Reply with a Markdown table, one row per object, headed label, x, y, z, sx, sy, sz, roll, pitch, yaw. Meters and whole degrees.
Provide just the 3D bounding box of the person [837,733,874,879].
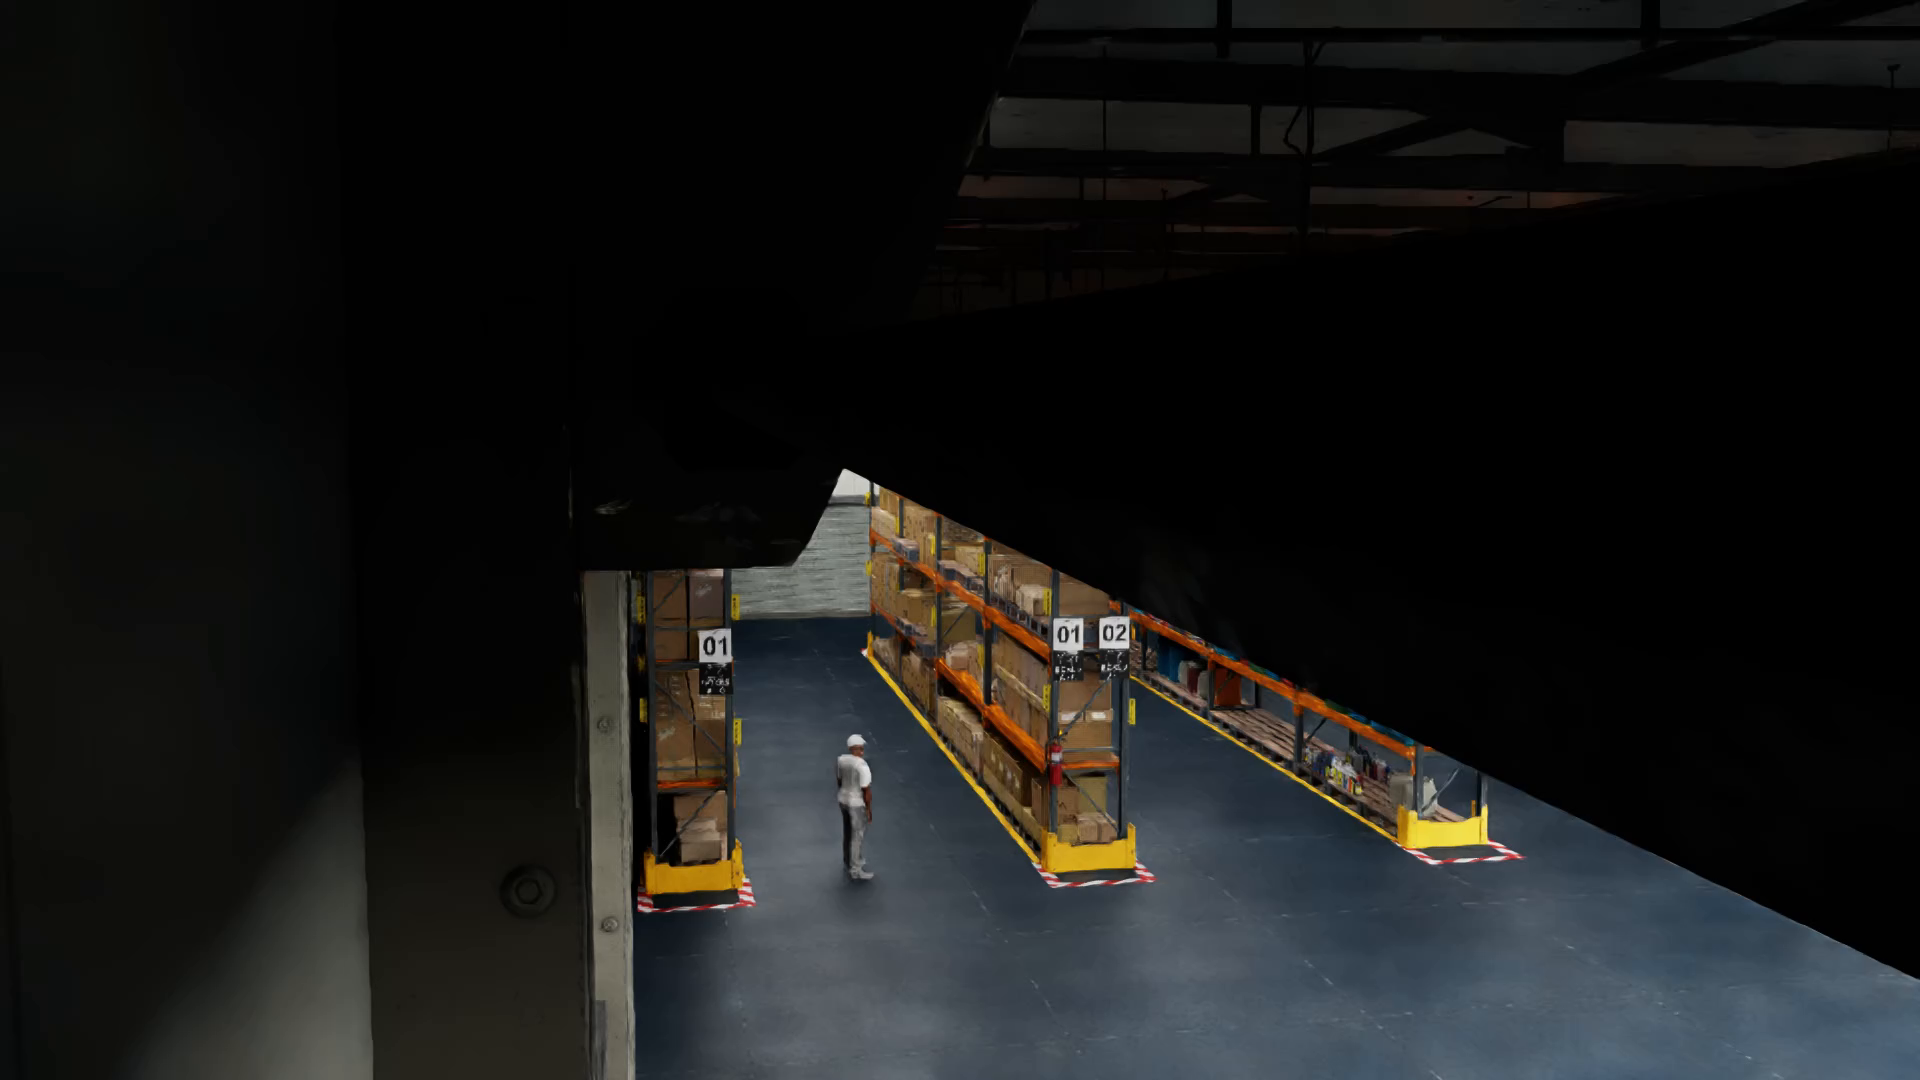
| label | x | y | z | sx | sy | sz | roll | pitch | yaw |
| --- | --- | --- | --- | --- | --- | --- | --- | --- | --- |
| person | -1.270 | 3.279 | 20.688 | 0.464 | 1.763 | 0.645 | -5 | 8 | -39 |
